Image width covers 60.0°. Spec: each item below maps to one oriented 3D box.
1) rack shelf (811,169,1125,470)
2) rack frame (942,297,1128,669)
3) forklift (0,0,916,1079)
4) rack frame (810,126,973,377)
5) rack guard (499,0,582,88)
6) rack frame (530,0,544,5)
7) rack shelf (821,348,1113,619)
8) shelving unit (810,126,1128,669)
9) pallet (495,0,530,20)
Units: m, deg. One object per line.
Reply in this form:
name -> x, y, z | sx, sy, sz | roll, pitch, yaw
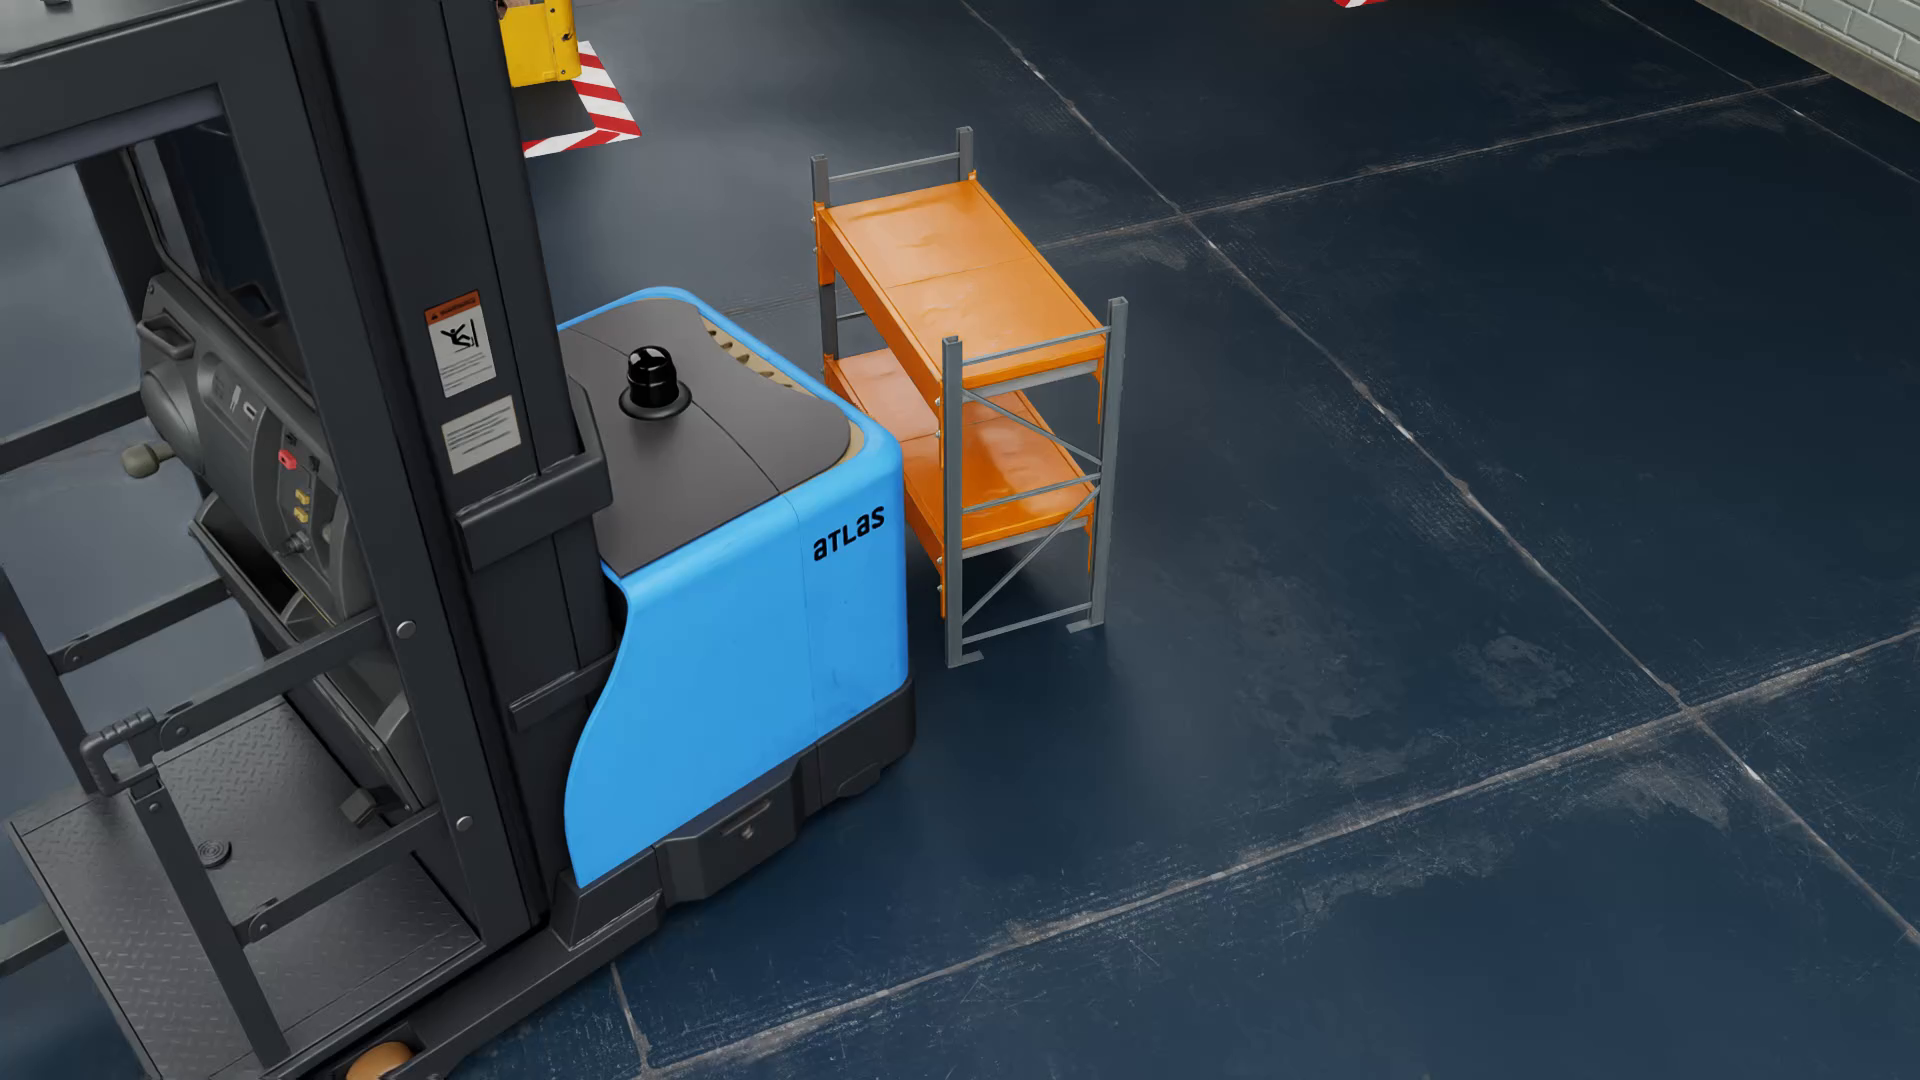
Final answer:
rack shelf -> -0.003, -0.652, 4.697 | 0.538, 0.278, 1.000 | -15, 43, -17
rack frame -> 0.192, -0.124, 4.532 | 0.500, 1.125, 0.032 | -15, 43, -17
forklift -> -1.554, -0.121, 3.143 | 3.031, 2.935, 1.130 | -30, 49, -30
rack frame -> -0.197, -0.737, 5.244 | 0.500, 1.125, 0.032 | -15, 43, -17
rack guard -> -2.358, -2.310, 7.553 | 1.175, 0.500, 0.348 | -15, 43, -17
rack frame -> -2.329, -3.212, 6.685 | 1.000, 3.000, 0.127 | -15, 43, -17
rack shelf -> -0.003, -0.245, 5.047 | 0.538, 0.278, 1.000 | -15, 43, -17
shelving unit -> -0.003, -0.431, 4.888 | 0.538, 1.125, 1.048 | -15, 43, -17
pallet -> -2.637, -2.699, 8.226 | 1.003, 0.211, 1.213 | -15, 43, -17
